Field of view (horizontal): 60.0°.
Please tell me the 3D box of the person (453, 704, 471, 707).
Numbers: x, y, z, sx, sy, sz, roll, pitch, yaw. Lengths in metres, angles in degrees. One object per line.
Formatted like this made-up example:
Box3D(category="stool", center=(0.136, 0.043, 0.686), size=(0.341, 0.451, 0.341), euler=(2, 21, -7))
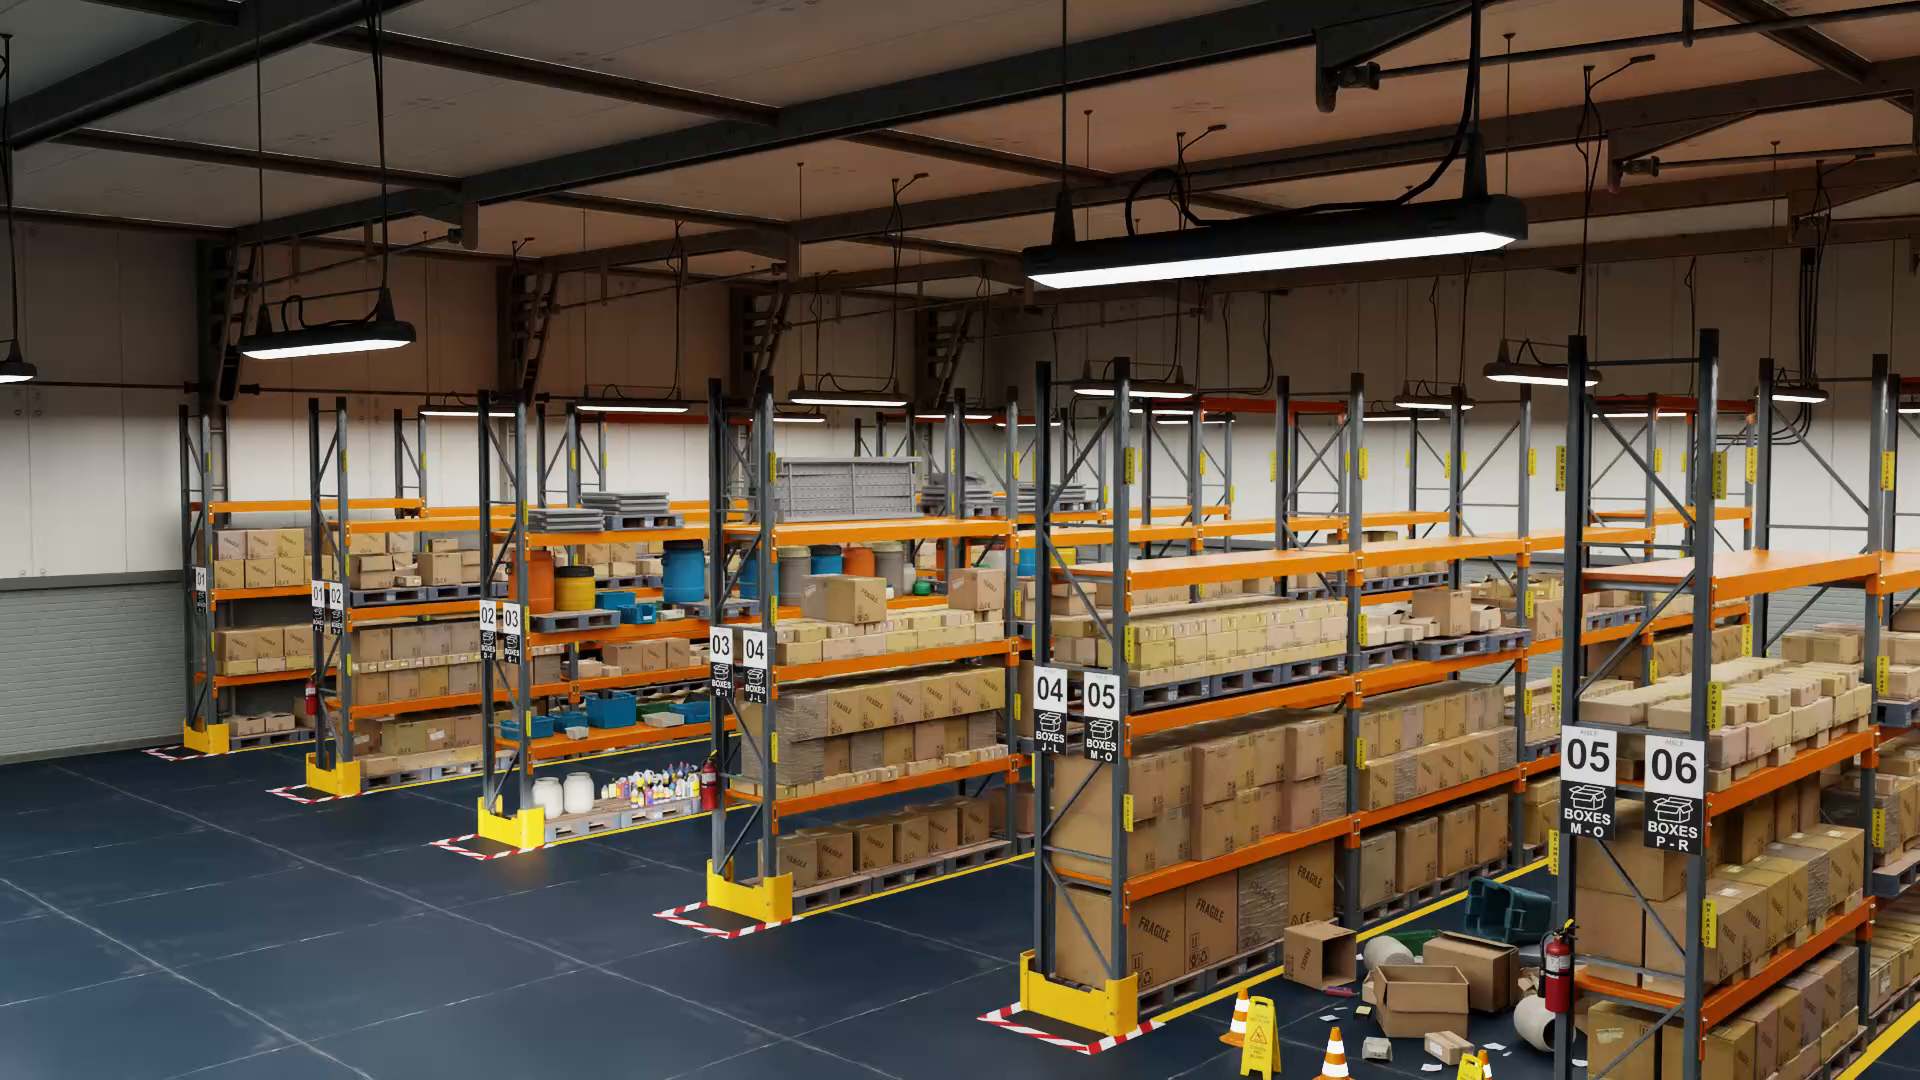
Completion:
Box3D(category="person", center=(-8.867, 2.766, 29.654), size=(0.618, 1.684, 0.467), euler=(-2, 4, -35))
